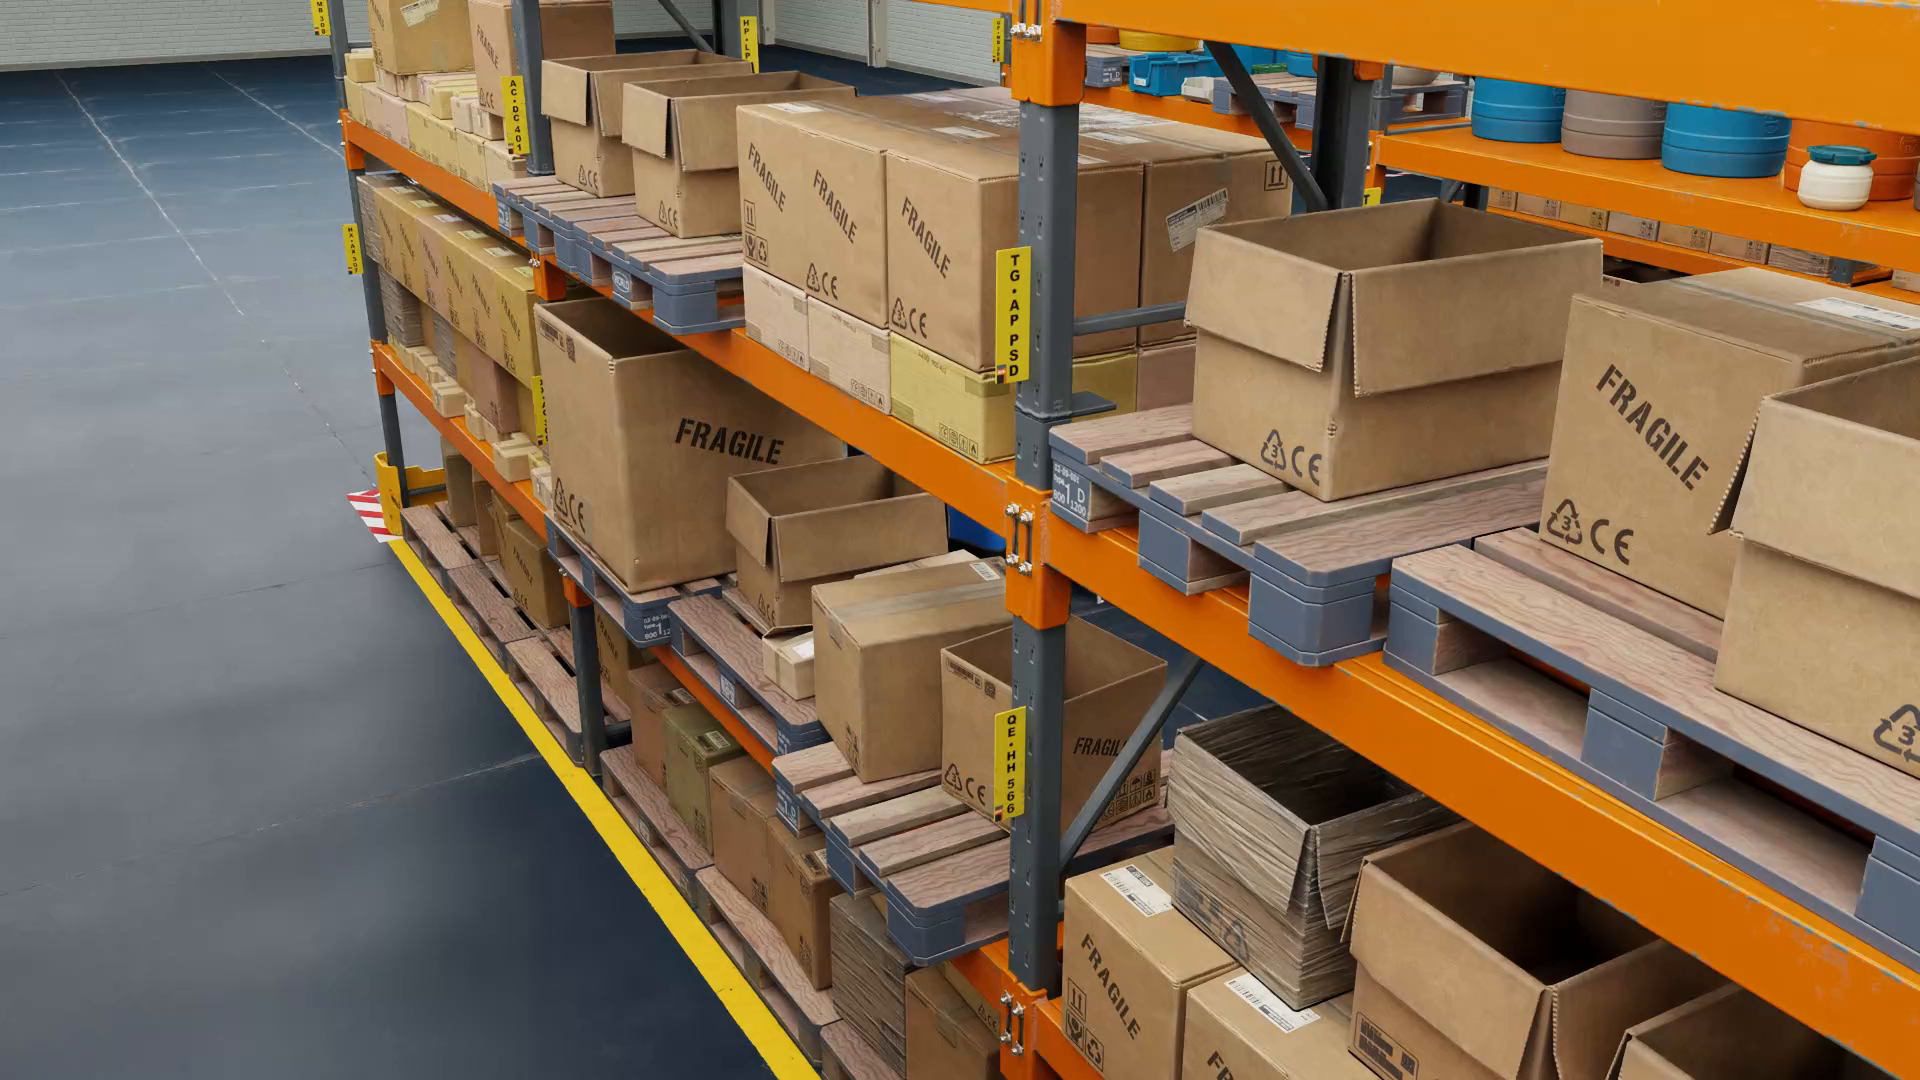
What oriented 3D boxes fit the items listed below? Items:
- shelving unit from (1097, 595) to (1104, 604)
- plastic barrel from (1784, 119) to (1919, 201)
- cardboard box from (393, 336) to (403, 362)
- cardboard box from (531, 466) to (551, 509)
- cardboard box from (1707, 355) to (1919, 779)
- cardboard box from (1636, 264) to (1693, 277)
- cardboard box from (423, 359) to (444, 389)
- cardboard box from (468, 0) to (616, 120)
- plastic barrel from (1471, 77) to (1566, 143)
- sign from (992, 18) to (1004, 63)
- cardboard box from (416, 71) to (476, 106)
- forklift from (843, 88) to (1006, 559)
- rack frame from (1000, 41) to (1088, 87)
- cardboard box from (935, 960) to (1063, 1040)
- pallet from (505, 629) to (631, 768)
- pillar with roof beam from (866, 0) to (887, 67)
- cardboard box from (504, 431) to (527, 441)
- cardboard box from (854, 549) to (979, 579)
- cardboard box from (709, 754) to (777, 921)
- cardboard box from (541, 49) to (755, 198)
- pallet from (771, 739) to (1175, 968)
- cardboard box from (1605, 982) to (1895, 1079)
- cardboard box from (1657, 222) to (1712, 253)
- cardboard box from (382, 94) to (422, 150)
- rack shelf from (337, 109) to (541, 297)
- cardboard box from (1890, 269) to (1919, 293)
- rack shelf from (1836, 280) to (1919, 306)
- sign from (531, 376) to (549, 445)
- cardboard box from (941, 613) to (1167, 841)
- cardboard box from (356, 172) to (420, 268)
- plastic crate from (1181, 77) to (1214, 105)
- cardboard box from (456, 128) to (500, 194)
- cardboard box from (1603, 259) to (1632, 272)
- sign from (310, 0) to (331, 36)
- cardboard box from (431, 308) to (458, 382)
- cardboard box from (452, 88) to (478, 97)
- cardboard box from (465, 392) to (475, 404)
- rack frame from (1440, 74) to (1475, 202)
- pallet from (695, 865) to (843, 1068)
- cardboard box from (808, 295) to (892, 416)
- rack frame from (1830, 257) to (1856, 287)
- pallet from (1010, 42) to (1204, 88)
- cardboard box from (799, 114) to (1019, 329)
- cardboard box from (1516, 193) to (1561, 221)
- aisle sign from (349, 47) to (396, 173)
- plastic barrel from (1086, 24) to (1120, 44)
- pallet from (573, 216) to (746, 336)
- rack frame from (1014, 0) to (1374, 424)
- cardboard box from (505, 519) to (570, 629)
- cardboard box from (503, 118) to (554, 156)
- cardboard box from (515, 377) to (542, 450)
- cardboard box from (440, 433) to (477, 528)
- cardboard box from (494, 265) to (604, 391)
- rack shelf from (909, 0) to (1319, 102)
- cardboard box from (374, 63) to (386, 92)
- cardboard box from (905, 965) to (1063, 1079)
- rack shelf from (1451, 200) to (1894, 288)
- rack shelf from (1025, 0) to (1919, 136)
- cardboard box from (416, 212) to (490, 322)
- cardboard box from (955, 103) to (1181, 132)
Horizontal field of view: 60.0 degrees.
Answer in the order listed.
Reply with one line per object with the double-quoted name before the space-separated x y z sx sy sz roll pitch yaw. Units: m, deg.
"shelving unit" 0.784 -0.258 10.341 0.258 1.200 0.503 -19 30 -39
"plastic barrel" 4.288 -2.070 7.867 0.600 0.830 0.708 -13 25 -28
"cardboard box" -3.438 -1.260 10.762 0.380 0.149 0.250 -13 25 -28
"cardboard box" -1.928 -0.284 8.360 0.380 0.149 0.250 -13 25 -28
"cardboard box" 1.659 0.015 2.611 0.797 0.503 0.637 -13 25 -29
"cardboard box" 6.336 -2.172 14.771 0.500 0.500 0.500 -13 25 -28
"cardboard box" -3.056 -1.017 10.164 0.380 0.149 0.250 -13 25 -28
"cardboard box" -1.895 -2.207 7.581 0.500 0.500 0.500 -13 26 -30
"plastic barrel" 3.258 -2.756 9.460 0.600 0.901 0.708 -13 25 -28
"sign" 0.293 -3.841 12.783 0.100 0.325 0.005 -13 25 -28
"cardboard box" -2.745 -2.471 9.094 0.380 0.149 0.250 -13 25 -29
"forklift" -0.523 -1.518 11.154 3.031 2.935 1.130 19 29 39
"rack frame" 0.769 -2.552 13.607 1.000 3.000 0.127 -13 25 -28
"cardboard box" 0.229 1.386 5.658 0.500 0.250 0.500 -11 25 -26
"pallet" -1.820 0.777 9.120 1.003 0.211 1.213 -13 25 -28
"pillar with roof beam" -5.574 -14.118 34.094 9.100 9.000 0.400 -13 25 -28
"cardboard box" -2.242 -0.542 8.996 0.380 0.149 0.250 -13 25 -28
"cardboard box" -0.061 0.278 6.284 0.500 0.250 0.500 -13 26 -30
"cardboard box" -0.637 1.192 7.132 0.700 0.500 0.500 -15 27 -33
"cardboard box" -1.291 -1.765 6.993 0.797 0.503 0.637 -14 26 -31
"pallet" 0.142 0.869 5.445 1.213 0.211 1.003 -13 25 -28
"cardboard box" 1.635 1.146 3.043 0.797 0.503 0.637 -12 25 -27
"cardboard box" 6.312 -2.730 13.912 0.700 0.500 0.500 -12 25 -27
"cardboard box" -2.947 -2.387 9.416 0.500 0.250 0.500 -13 25 -28
"rack shelf" -2.468 -2.008 9.241 1.077 0.370 4.000 -13 25 -28
"cardboard box" 7.361 -1.988 12.419 0.500 0.250 0.500 -11 25 -25
"rack shelf" 8.094 -1.228 11.305 1.077 0.370 4.000 -13 25 -28
"sign" -1.909 -0.599 7.651 0.100 0.325 0.005 -13 25 -28
"cardboard box" 0.287 0.582 5.205 0.500 0.500 0.500 -16 27 -35
"cardboard box" -3.443 -2.016 10.433 0.500 0.500 0.500 -13 25 -28
"plastic crate" 1.644 -2.967 10.993 0.243 0.136 0.396 -13 25 -28
"cardboard box" -2.161 -1.893 8.201 0.500 0.250 0.500 -12 25 -27
"cardboard box" 5.635 -2.235 14.923 0.500 0.500 0.500 -13 25 -28
"sign" -3.956 -3.290 10.277 0.100 0.325 0.005 -13 25 -28
"cardboard box" -2.655 -1.291 9.977 0.875 0.500 0.500 -13 25 -28
"cardboard box" -2.353 -2.210 8.451 0.380 0.149 0.250 -12 25 -26
"cardboard box" -2.624 -0.785 9.594 0.380 0.149 0.250 -13 25 -28
"rack frame" 5.029 -3.504 15.948 1.000 3.000 0.127 -13 25 -28
"pallet" -0.420 1.634 7.010 1.003 0.211 1.213 -13 25 -28
"cardboard box" -0.122 -0.595 5.006 0.500 0.250 0.500 -13 25 -28
"rack frame" 7.072 -2.209 12.762 1.000 3.000 0.127 -13 25 -28
"pallet" 1.107 -3.568 12.372 1.003 0.211 1.213 -13 25 -28
"cardboard box" -0.133 -0.947 4.879 0.500 0.500 0.500 -13 25 -28
"cardboard box" 5.529 -3.227 15.135 0.700 0.500 0.500 -12 25 -27
"aisle sign" -3.779 -2.766 10.681 0.394 0.787 0.004 -13 25 -28
"plastic barrel" 1.126 -4.202 12.555 0.600 0.830 0.708 -13 25 -28
"pallet" -0.690 -1.052 6.181 1.213 0.211 1.003 -13 25 -28
"rack frame" 0.597 -1.789 3.762 1.000 3.000 0.127 -13 25 -28
"cardboard box" -2.300 0.152 9.716 0.500 0.500 0.500 -15 27 -33
"cardboard box" -1.861 -1.859 7.588 0.380 0.149 0.250 -12 25 -27
"cardboard box" -1.848 -0.815 8.805 0.875 0.500 0.500 -13 25 -28
"cardboard box" -3.185 -0.431 11.149 0.500 0.500 0.500 -8 23 -18
"cardboard box" -1.913 -1.045 8.042 0.500 0.500 0.500 -13 25 -28
"rack shelf" -0.424 -1.918 5.566 1.077 0.370 4.000 -13 25 -28
"cardboard box" -3.185 -2.708 9.677 0.380 0.149 0.250 -12 25 -26
"cardboard box" 0.238 1.731 5.804 0.700 0.500 0.500 -14 26 -31
"rack shelf" 6.050 -2.523 14.490 1.077 0.370 4.000 -13 25 -28
"rack shelf" 1.619 -0.623 2.380 1.077 0.370 4.000 -13 25 -28
"cardboard box" -2.676 -1.531 9.238 0.500 0.500 0.500 -13 25 -28
"cardboard box" 0.322 -1.044 5.116 0.500 0.500 0.500 -12 25 -28
